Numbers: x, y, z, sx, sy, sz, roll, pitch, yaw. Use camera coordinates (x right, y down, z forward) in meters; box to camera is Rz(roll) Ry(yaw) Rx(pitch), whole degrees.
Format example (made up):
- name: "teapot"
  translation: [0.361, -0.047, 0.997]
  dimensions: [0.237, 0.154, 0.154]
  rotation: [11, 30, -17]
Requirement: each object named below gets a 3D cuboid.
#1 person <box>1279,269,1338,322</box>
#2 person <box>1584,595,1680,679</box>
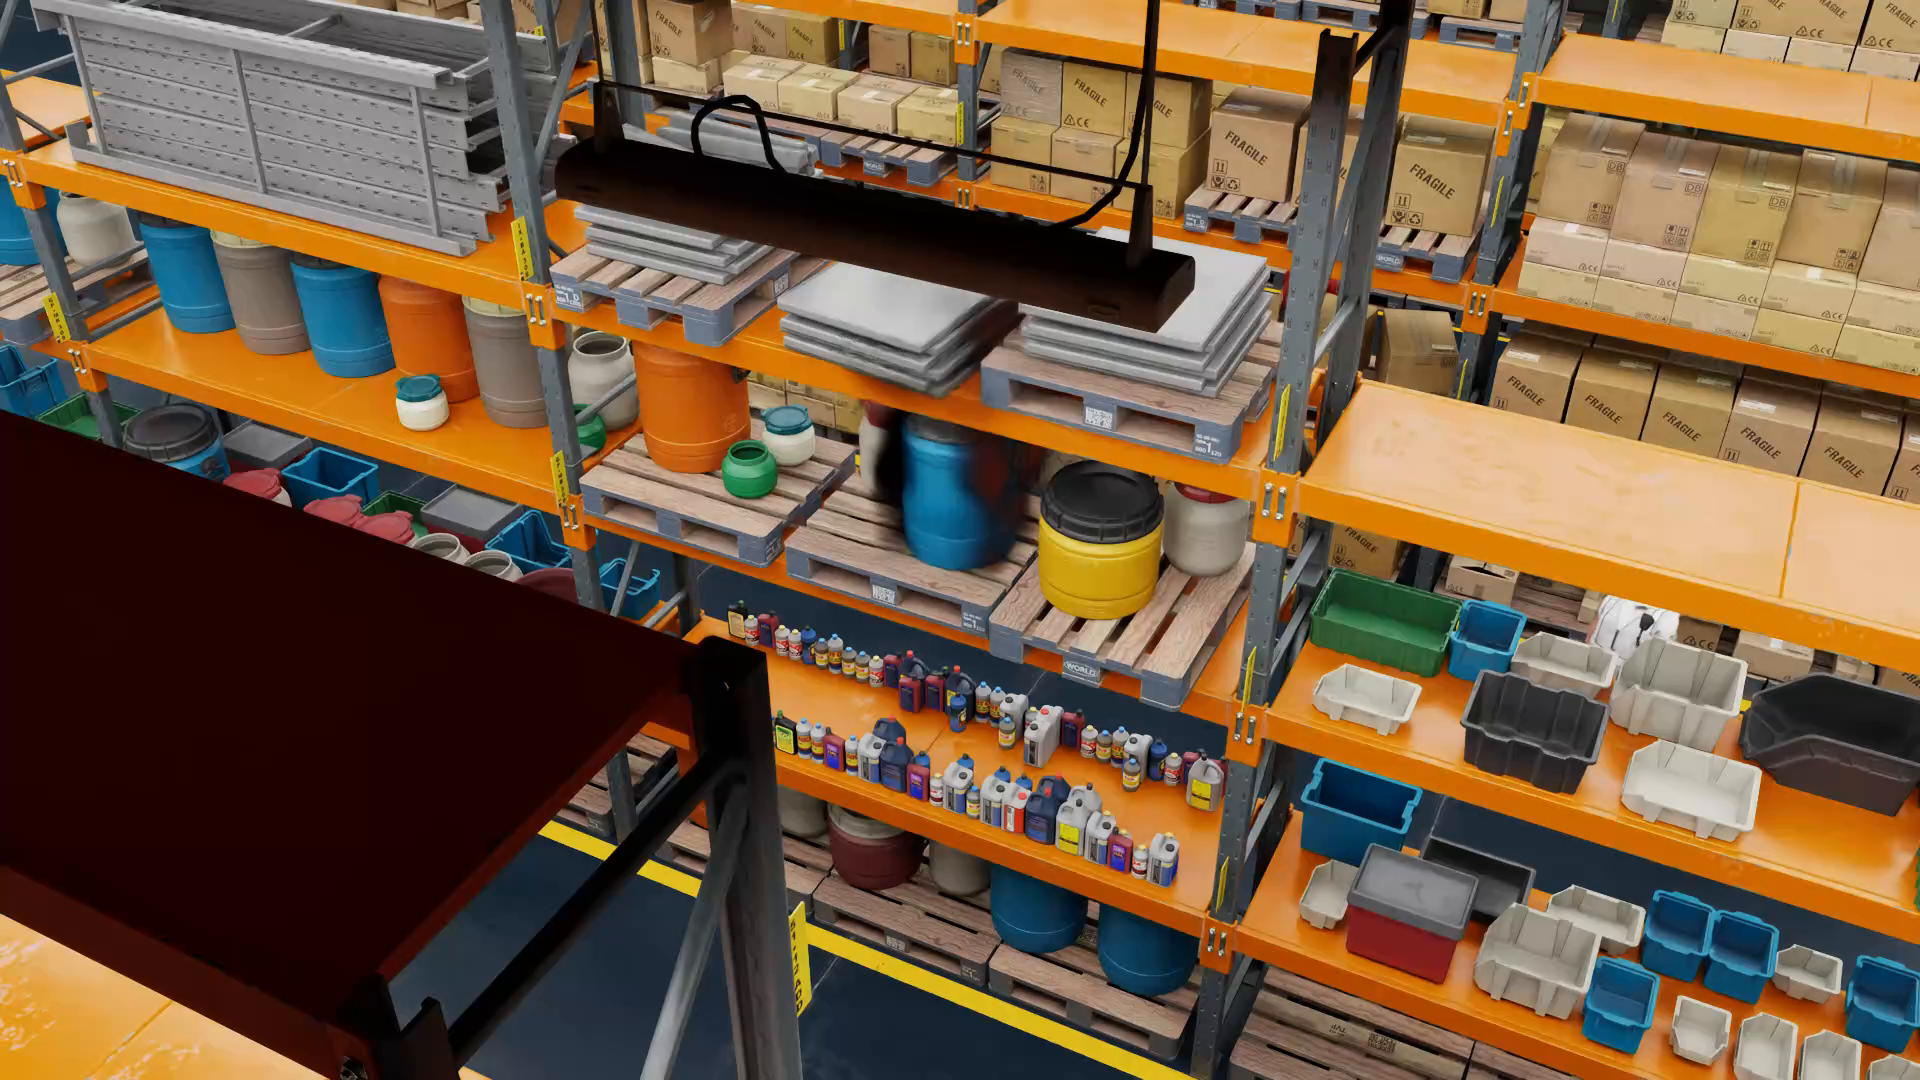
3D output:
- name: "person"
  translation: [3.106, -1.939, 15.176]
  dimensions: [0.427, 1.747, 0.594]
  rotation: [-16, 38, -22]
- name: "person"
  translation: [4.415, 0.855, 11.133]
  dimensions: [0.586, 1.782, 0.455]
  rotation: [24, 42, 30]
